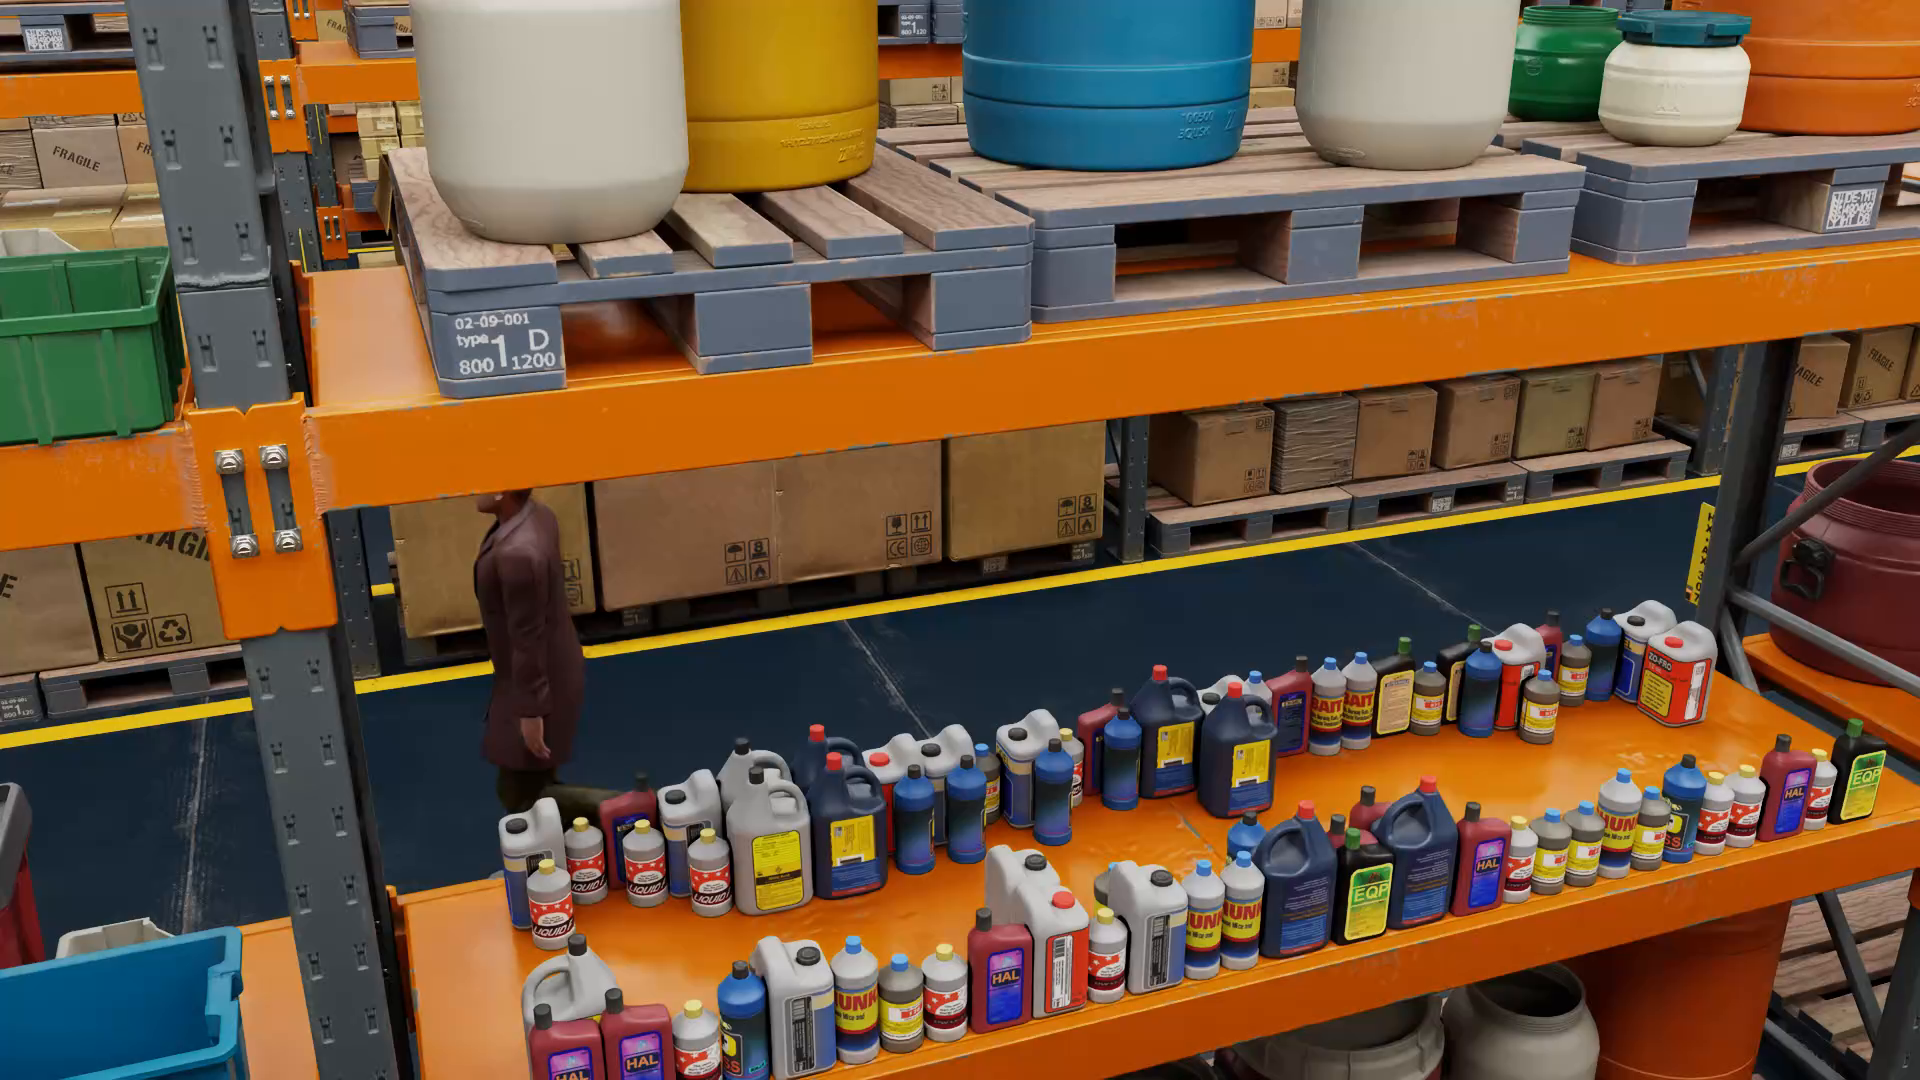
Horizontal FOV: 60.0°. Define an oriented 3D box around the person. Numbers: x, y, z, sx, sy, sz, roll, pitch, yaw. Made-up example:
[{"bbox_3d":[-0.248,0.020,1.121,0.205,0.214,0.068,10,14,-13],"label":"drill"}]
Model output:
[{"bbox_3d":[-1.406,0.586,5.881,0.689,1.565,0.610,-4,23,-11],"label":"person"}]
